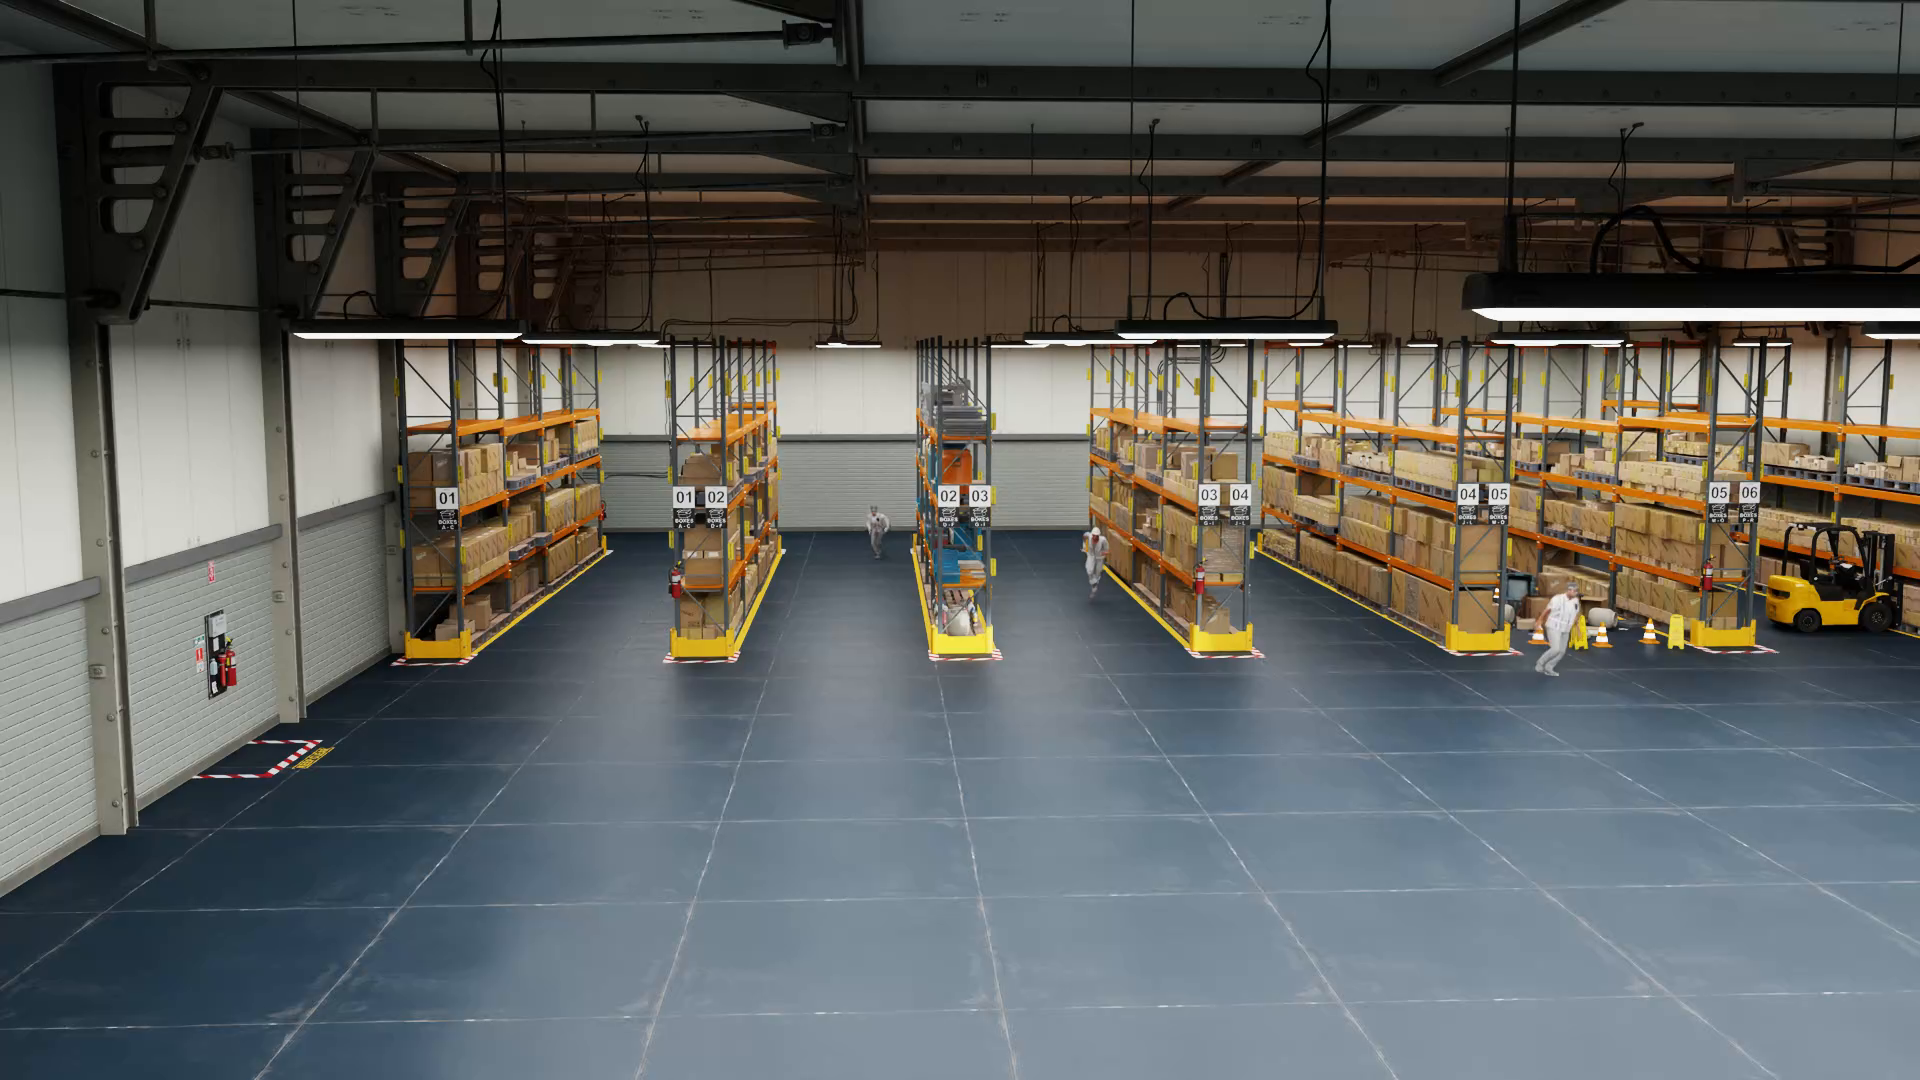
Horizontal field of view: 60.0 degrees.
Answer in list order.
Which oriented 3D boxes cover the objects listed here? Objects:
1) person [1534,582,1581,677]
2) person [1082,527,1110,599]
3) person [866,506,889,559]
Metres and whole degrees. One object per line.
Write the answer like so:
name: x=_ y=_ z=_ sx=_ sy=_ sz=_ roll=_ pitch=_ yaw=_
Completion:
person: x=10.527 y=1.567 z=29.229 sx=0.681 sy=1.692 sz=0.608 roll=-3 pitch=7 yaw=-25
person: x=3.045 y=0.485 z=37.271 sx=0.665 sy=1.628 sz=1.150 roll=1 pitch=7 yaw=11
person: x=-2.254 y=-0.210 z=45.787 sx=0.630 sy=1.494 sz=0.779 roll=2 pitch=7 yaw=13
